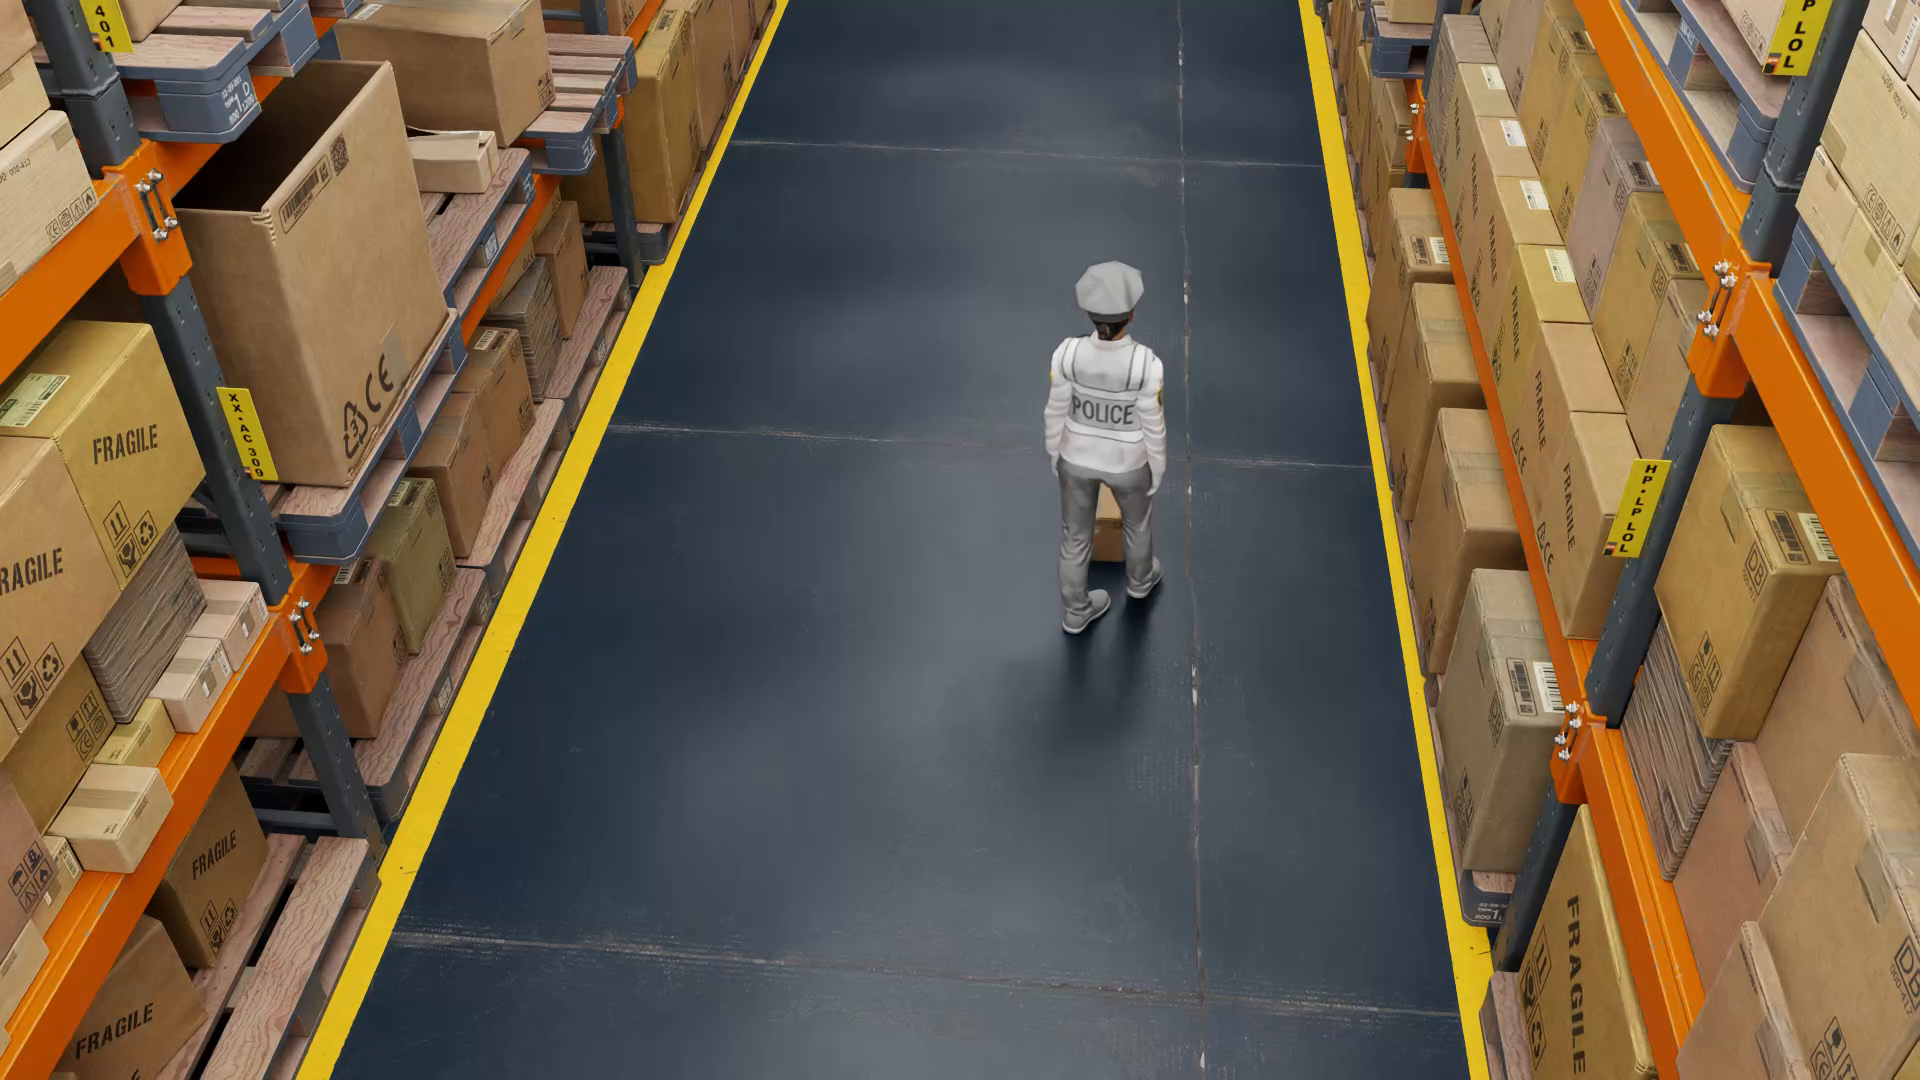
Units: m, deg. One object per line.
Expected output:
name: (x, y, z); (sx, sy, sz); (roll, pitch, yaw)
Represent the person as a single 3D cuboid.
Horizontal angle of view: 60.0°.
person: (0.598, -0.396, 6.599); (0.485, 1.678, 0.560); (9, 41, 11)
